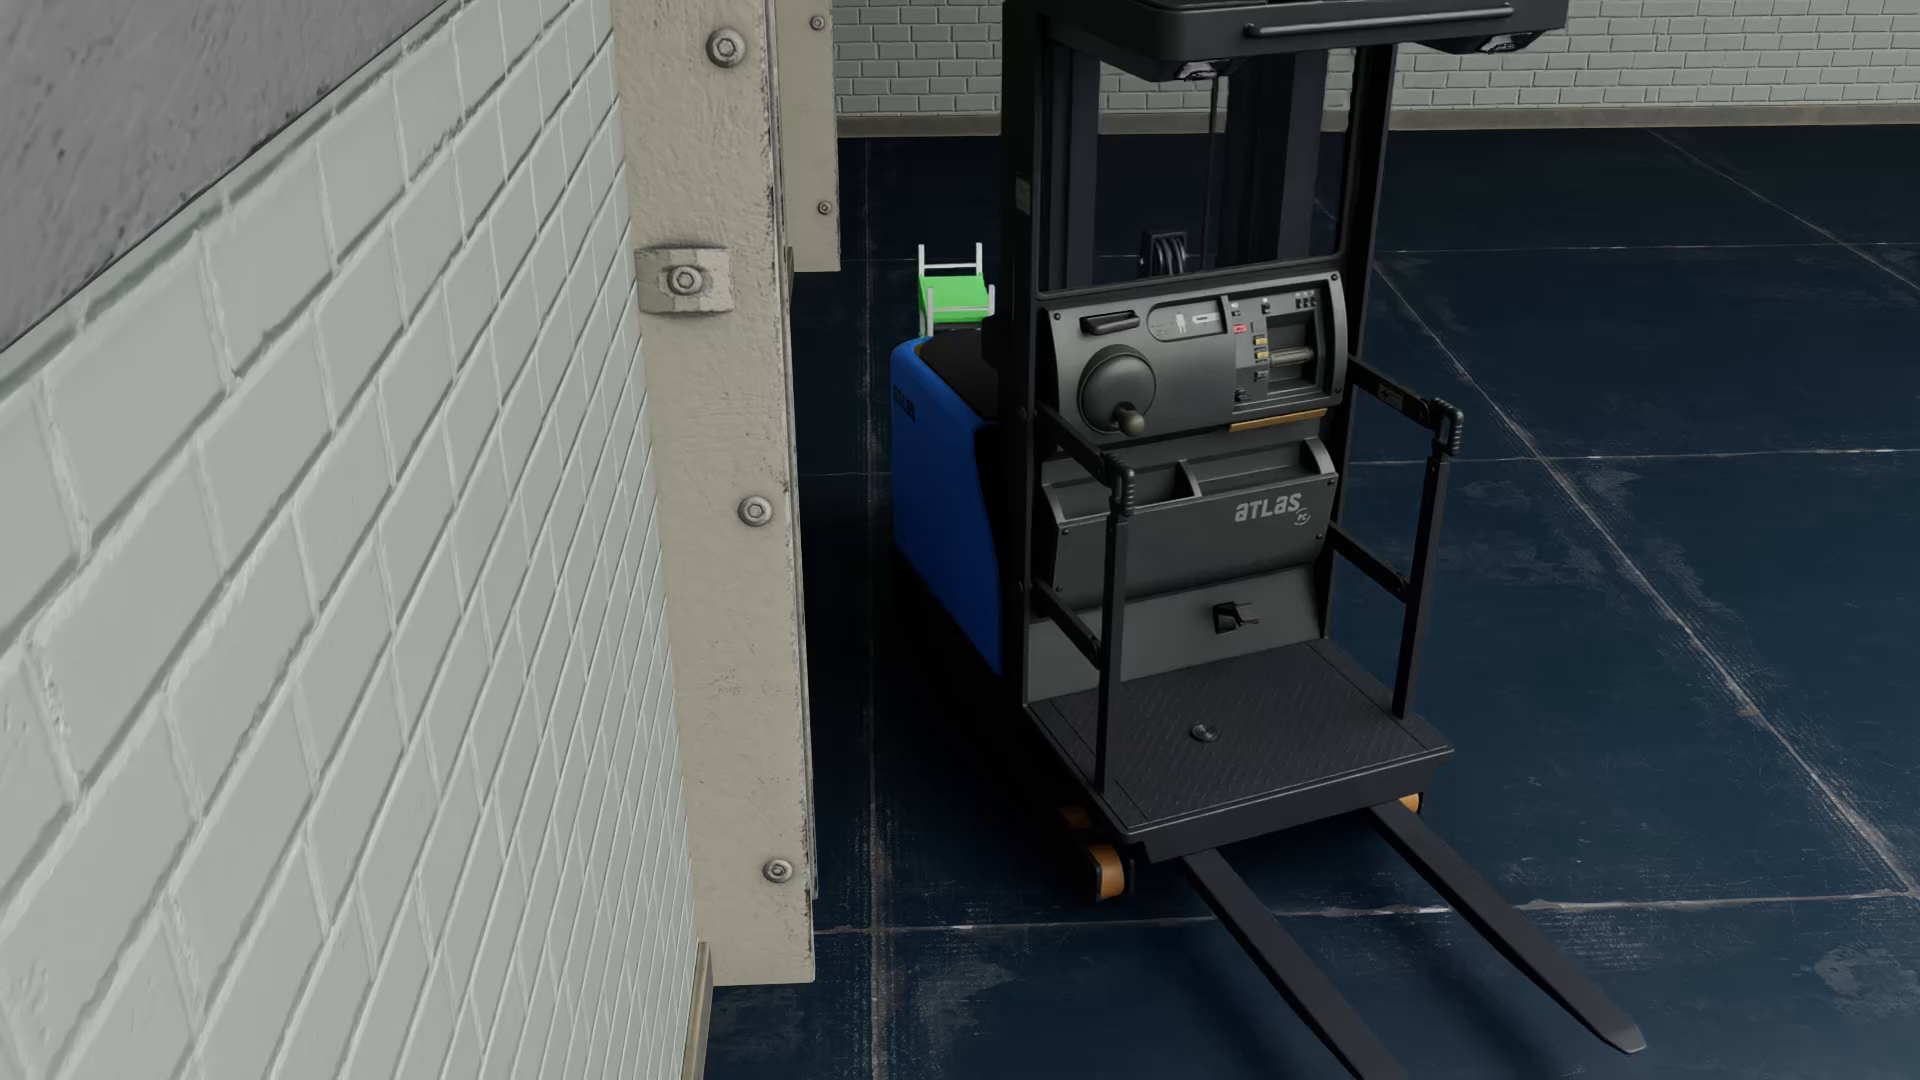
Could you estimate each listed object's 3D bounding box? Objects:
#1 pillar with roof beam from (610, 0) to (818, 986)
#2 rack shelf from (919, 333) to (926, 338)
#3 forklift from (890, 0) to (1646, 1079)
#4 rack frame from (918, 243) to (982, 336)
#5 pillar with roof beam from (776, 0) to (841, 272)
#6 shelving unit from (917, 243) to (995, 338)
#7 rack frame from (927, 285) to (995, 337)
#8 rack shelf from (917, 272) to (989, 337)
[{"bbox_3d":[3.744,-2.993,2.758,9.100,9.000,0.400,-1,28,-3],"label":"pillar with roof beam"},{"bbox_3d":[-0.017,-0.632,6.284,0.258,0.148,0.480,-2,28,-4],"label":"rack shelf"},{"bbox_3d":[0.763,-0.488,4.516,1.130,2.935,3.031,-11,29,-19],"label":"forklift"},{"bbox_3d":[-0.037,-0.588,6.581,0.240,1.200,0.015,-2,28,-4],"label":"rack frame"},{"bbox_3d":[3.430,-5.764,8.071,9.100,9.000,0.400,-1,28,-3],"label":"pillar with roof beam"},{"bbox_3d":[-0.017,-0.476,6.365,0.258,1.200,0.503,-2,28,-4],"label":"shelving unit"},{"bbox_3d":[0.003,-0.363,6.149,0.240,1.200,0.015,-2,28,-4],"label":"rack frame"},{"bbox_3d":[-0.017,-0.845,6.173,0.258,0.148,0.480,-2,28,-4],"label":"rack shelf"}]
